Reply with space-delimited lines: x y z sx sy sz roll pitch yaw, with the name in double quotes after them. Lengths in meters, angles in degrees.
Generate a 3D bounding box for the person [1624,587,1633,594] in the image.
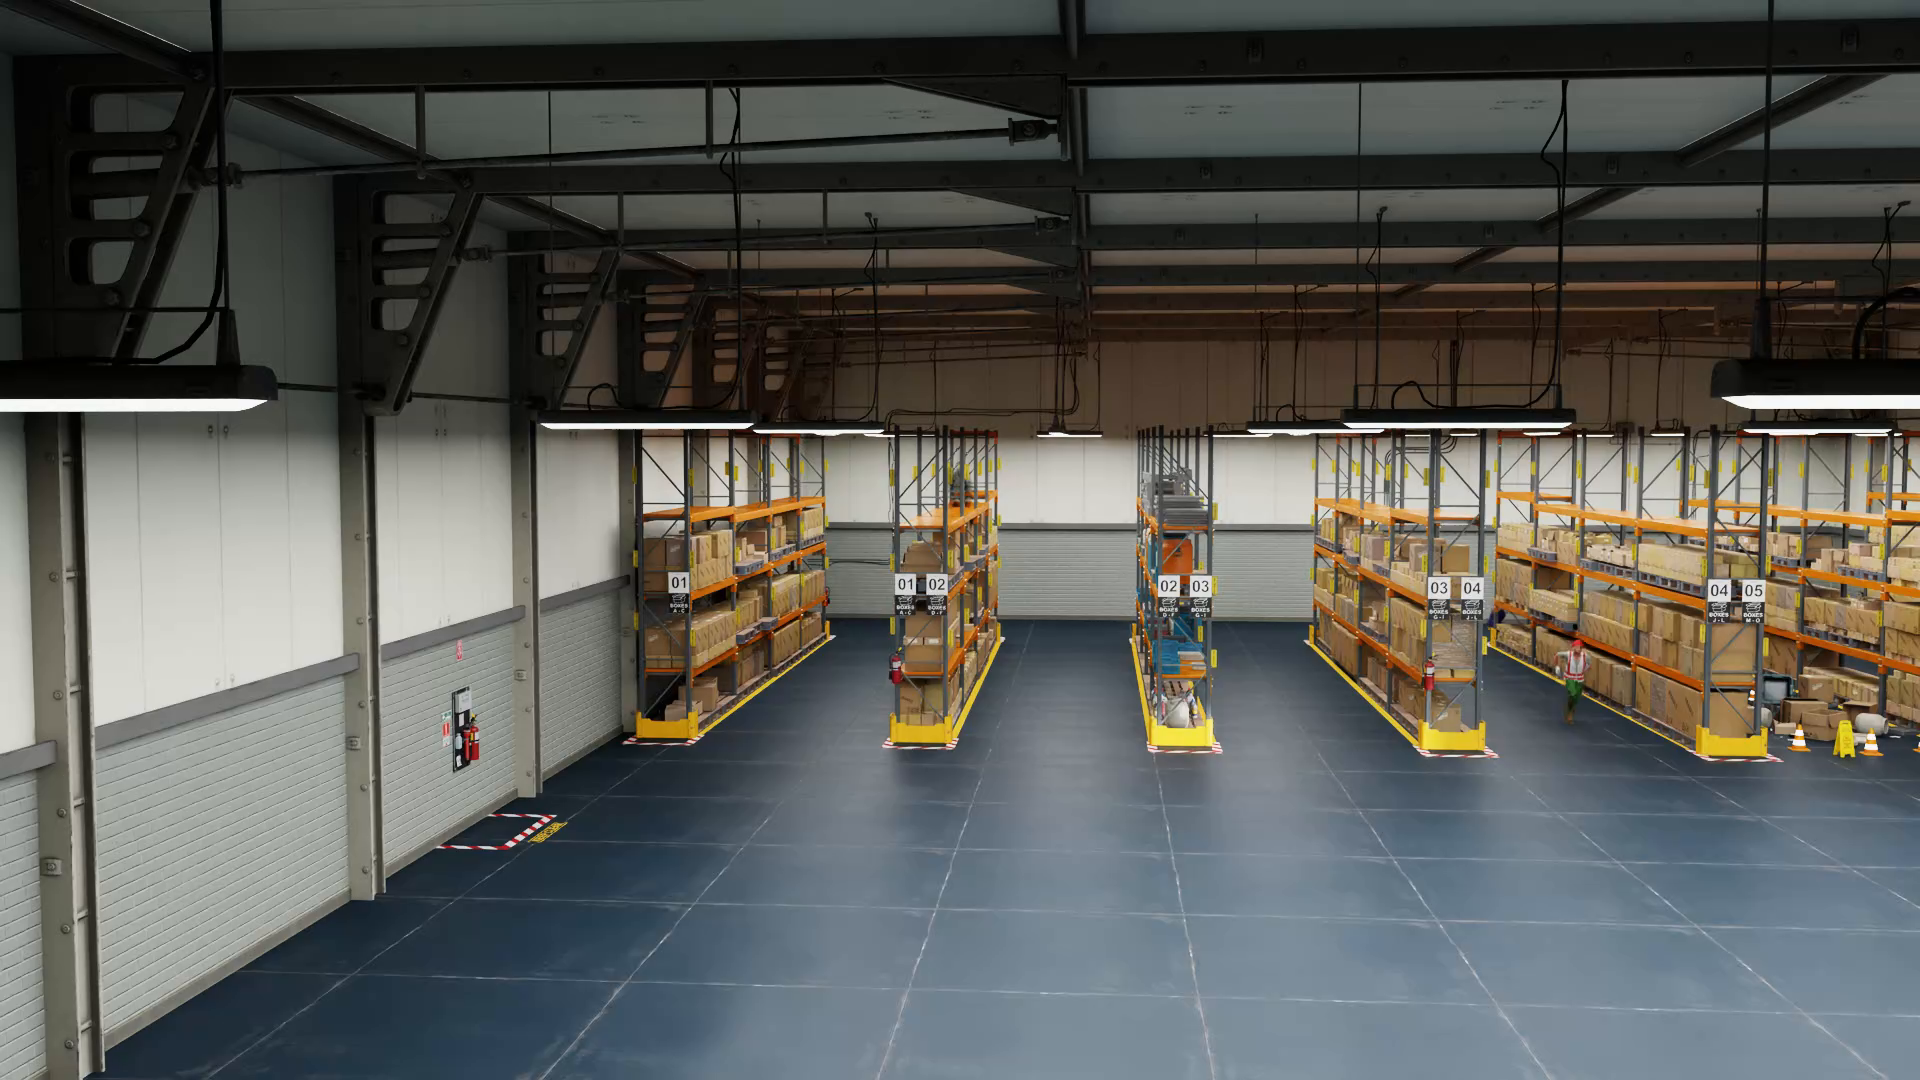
19.535 1.977 48.633 0.891 1.578 0.534 -1 4 -17 "person"

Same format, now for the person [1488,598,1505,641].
15.327 2.103 47.253 0.547 1.584 0.649 0 3 -2 "person"

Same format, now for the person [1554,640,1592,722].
12.332 2.833 33.416 0.642 1.700 0.887 0 3 -1 "person"
